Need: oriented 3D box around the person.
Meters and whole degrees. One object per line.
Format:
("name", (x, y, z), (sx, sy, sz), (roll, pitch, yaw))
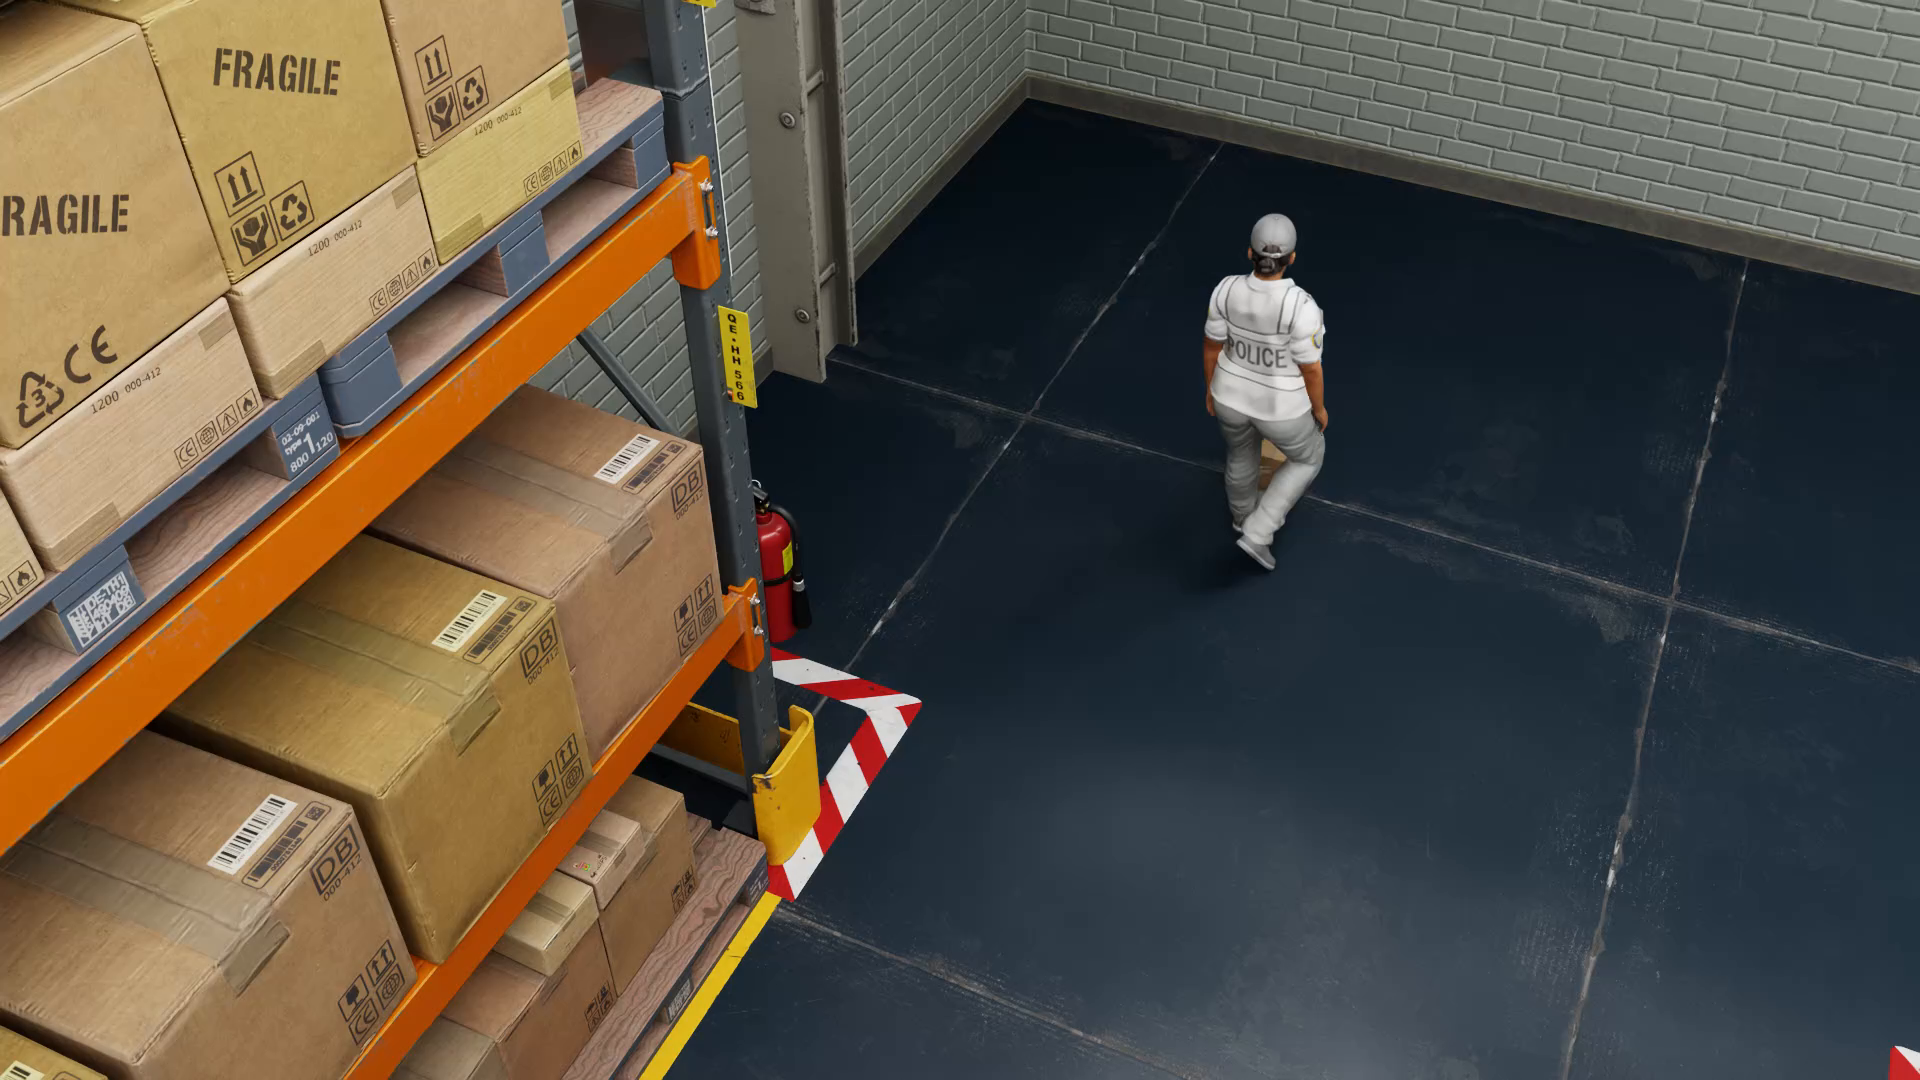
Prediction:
("person", (1.276, -0.617, 6.832), (0.533, 1.653, 0.602), (24, 48, 24))
